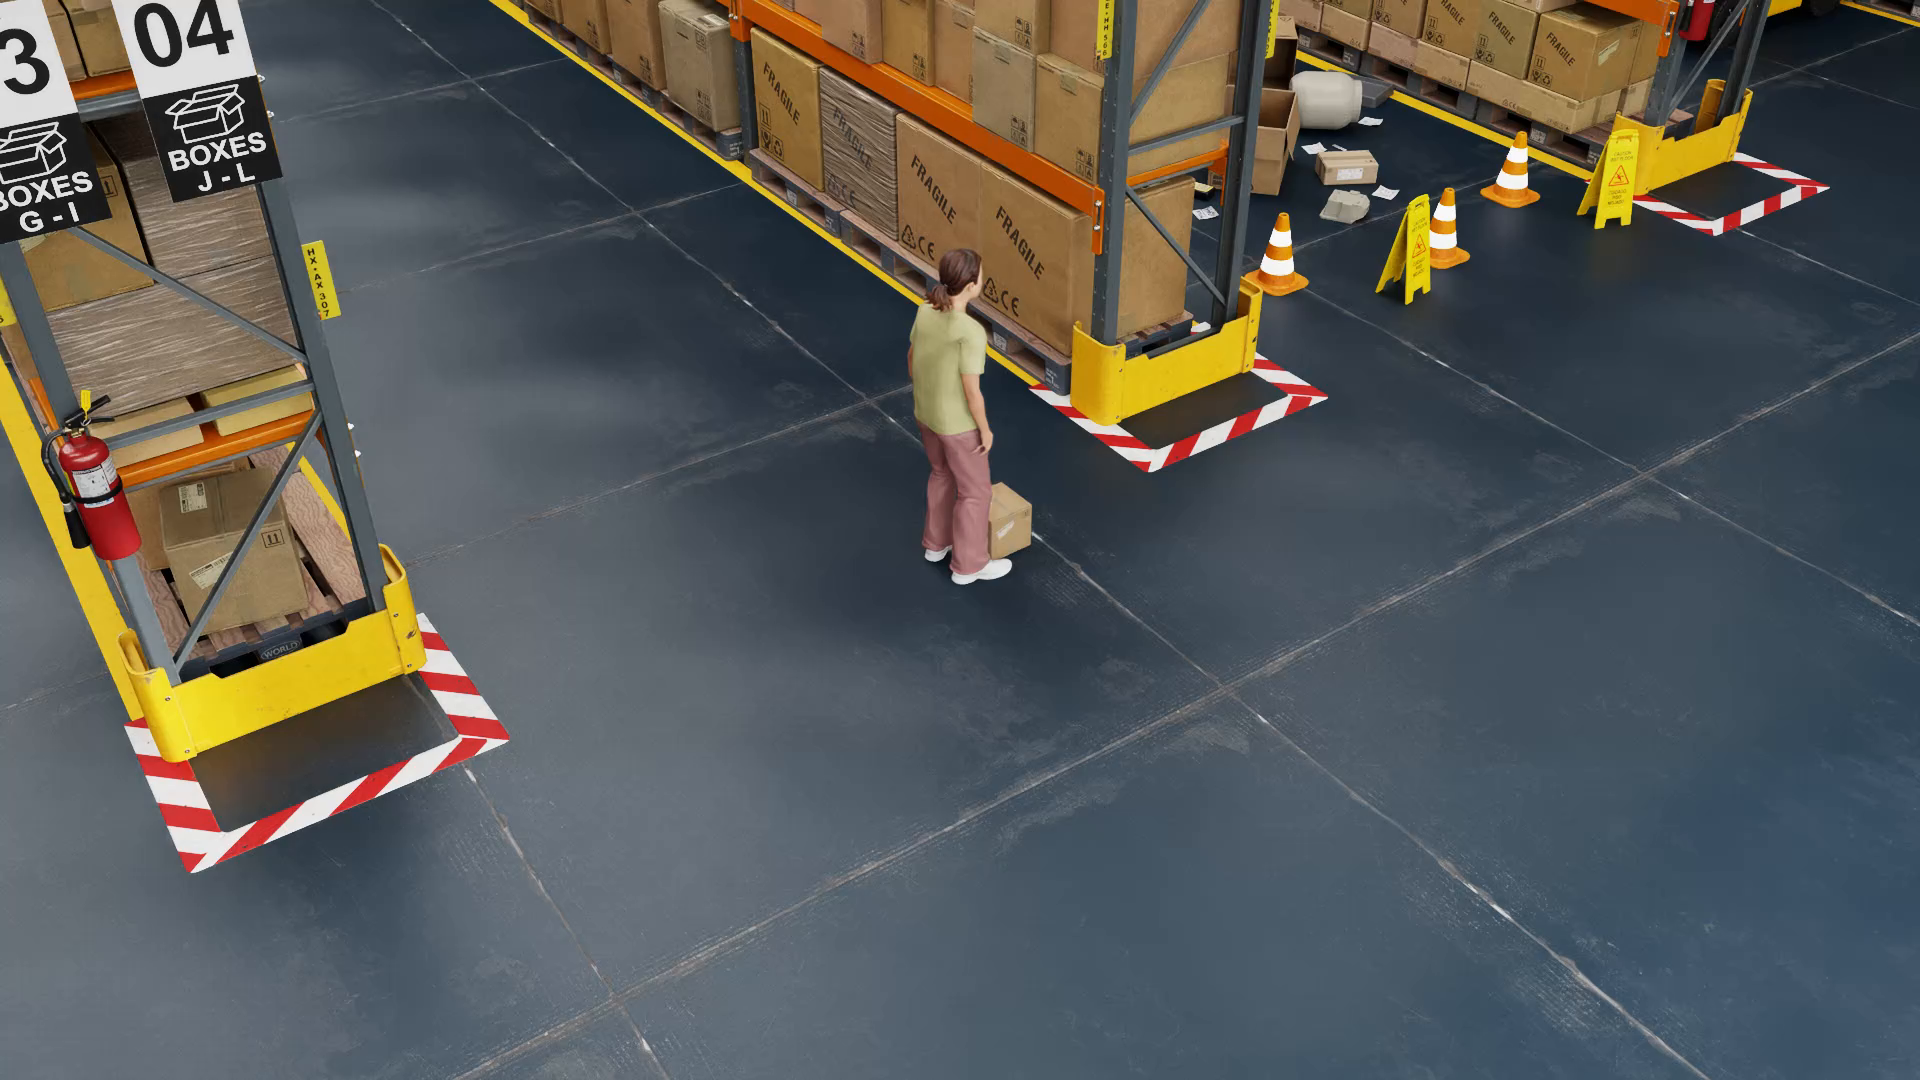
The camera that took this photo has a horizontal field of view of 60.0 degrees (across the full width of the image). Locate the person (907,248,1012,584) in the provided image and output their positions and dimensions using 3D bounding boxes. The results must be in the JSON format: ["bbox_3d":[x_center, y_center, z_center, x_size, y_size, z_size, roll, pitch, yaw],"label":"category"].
[{"bbox_3d":[-0.018,-0.575,7.781,0.366,1.671,0.518,-25,43,-30],"label":"person"}]
